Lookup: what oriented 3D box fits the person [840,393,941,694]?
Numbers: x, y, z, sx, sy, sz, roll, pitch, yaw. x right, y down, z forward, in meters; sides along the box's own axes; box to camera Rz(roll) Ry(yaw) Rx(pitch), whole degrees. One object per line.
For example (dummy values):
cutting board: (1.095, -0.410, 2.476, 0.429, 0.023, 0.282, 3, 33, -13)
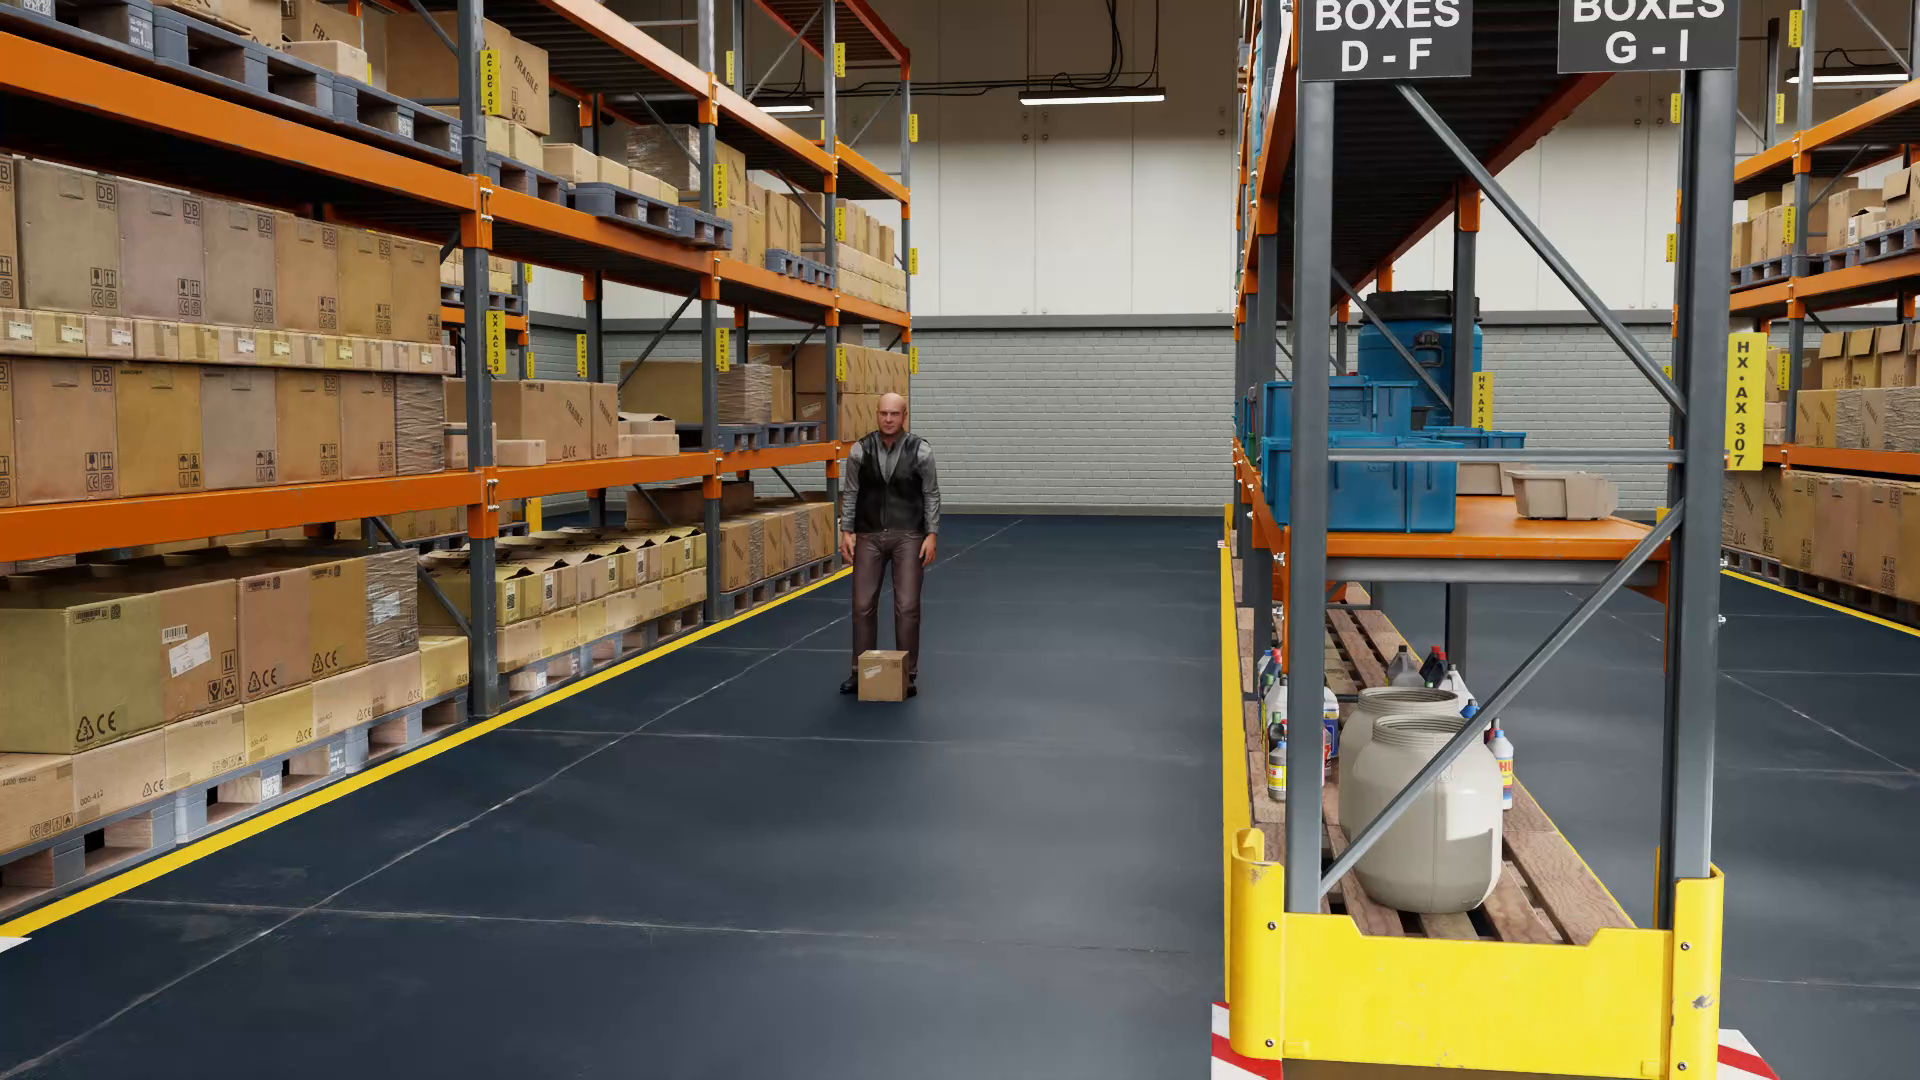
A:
person: (-0.406, 0.015, 9.605, 0.579, 1.719, 0.472, 1, 4, 7)
